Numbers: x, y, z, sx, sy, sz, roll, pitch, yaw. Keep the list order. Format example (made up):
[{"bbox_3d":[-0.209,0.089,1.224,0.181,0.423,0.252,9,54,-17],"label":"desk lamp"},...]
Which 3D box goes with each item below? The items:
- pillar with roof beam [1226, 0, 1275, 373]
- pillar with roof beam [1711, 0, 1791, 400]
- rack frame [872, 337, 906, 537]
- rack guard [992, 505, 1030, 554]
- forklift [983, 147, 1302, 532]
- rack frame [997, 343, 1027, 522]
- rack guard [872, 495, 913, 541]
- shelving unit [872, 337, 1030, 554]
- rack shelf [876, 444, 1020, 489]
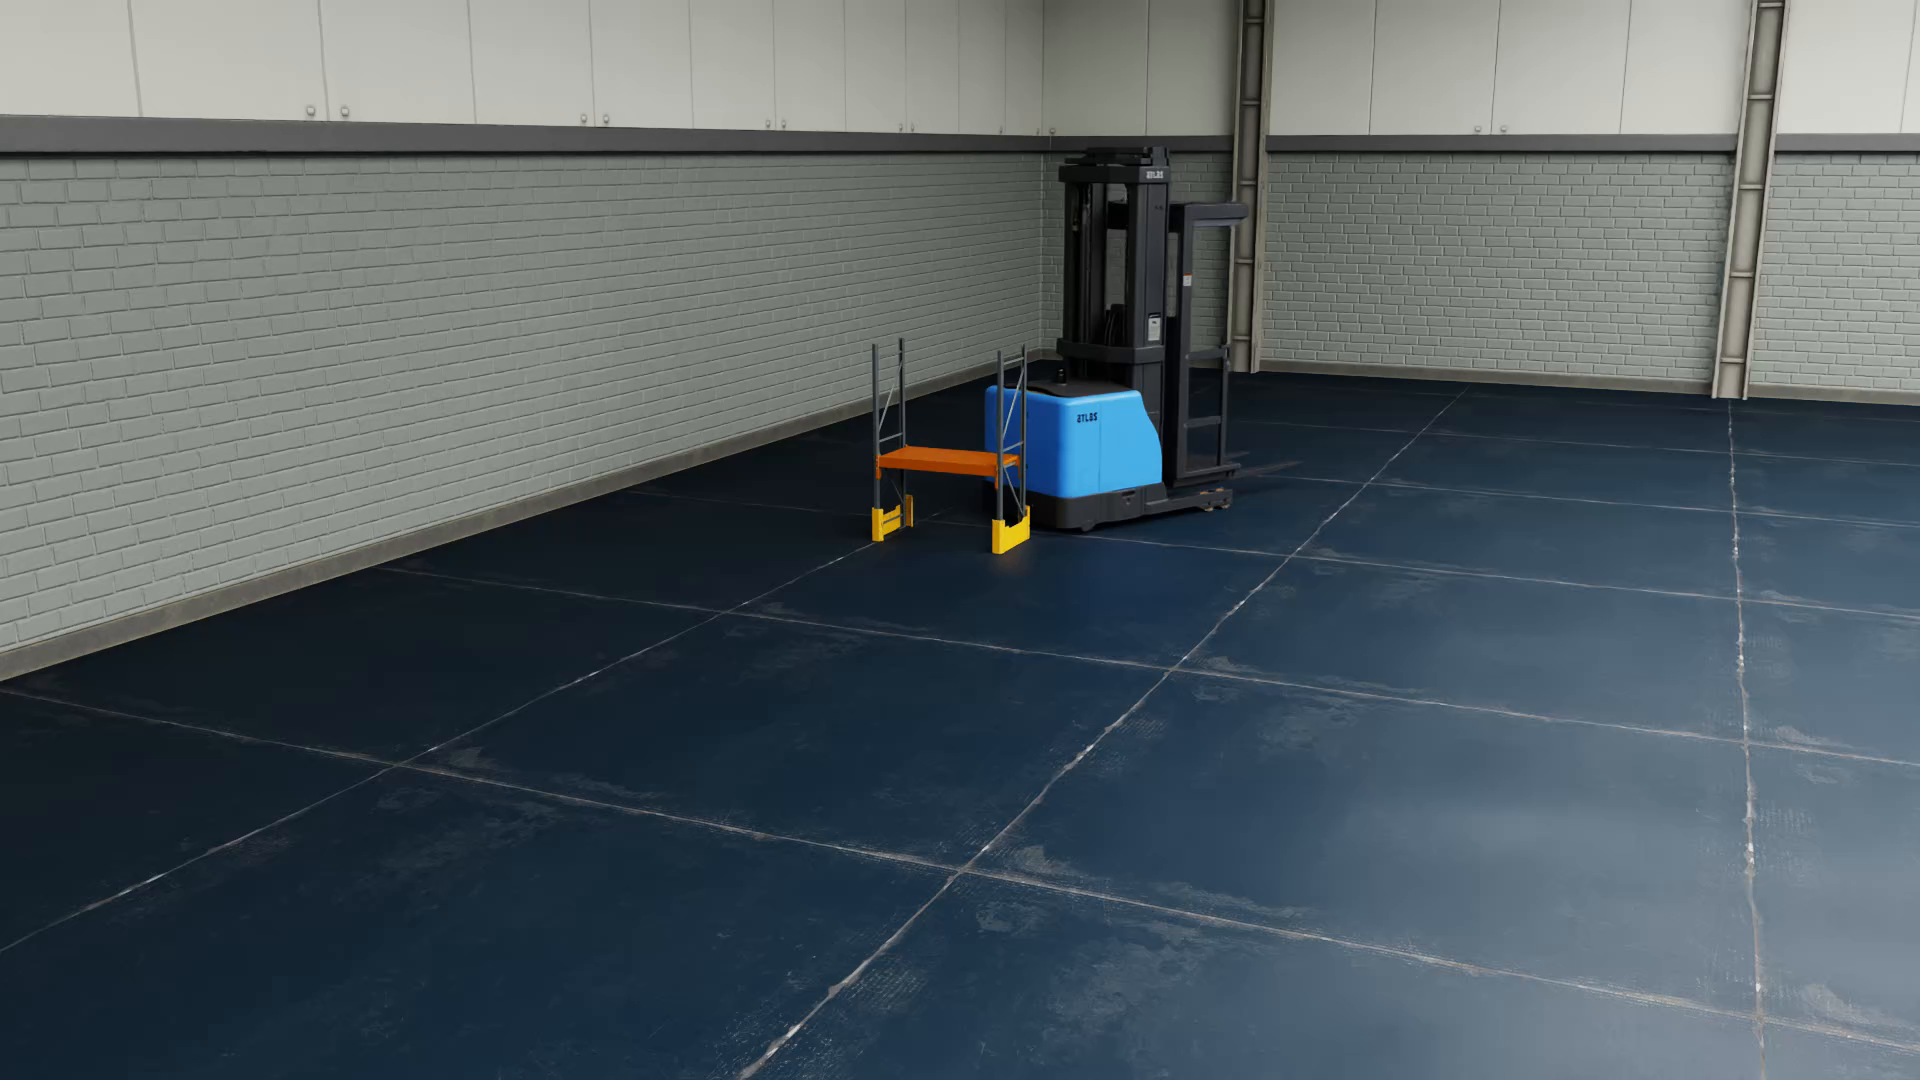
[{"bbox_3d":[2.077,-5.767,17.631,0.400,9.000,9.100,6,14,23],"label":"pillar with roof beam"},{"bbox_3d":[7.563,-5.211,15.265,0.400,9.000,9.100,6,14,23],"label":"pillar with roof beam"},{"bbox_3d":[-0.543,-0.785,12.818,0.032,1.500,0.500,6,14,23],"label":"rack frame"},{"bbox_3d":[0.386,-0.083,12.560,0.087,0.250,0.587,6,14,23],"label":"rack guard"},{"bbox_3d":[1.651,-1.744,13.770,3.031,2.935,1.130,-10,17,-38],"label":"forklift"},{"bbox_3d":[0.387,-0.691,12.417,0.032,1.500,0.500,6,14,23],"label":"rack frame"},{"bbox_3d":[-0.525,-0.175,12.953,0.087,0.250,0.587,6,14,23],"label":"rack guard"},{"bbox_3d":[-0.070,-0.737,12.614,1.083,1.500,0.587,6,14,23],"label":"shelving unit"},{"bbox_3d":[-0.078,-0.563,12.658,1.000,0.185,0.538,6,14,23],"label":"rack shelf"}]
